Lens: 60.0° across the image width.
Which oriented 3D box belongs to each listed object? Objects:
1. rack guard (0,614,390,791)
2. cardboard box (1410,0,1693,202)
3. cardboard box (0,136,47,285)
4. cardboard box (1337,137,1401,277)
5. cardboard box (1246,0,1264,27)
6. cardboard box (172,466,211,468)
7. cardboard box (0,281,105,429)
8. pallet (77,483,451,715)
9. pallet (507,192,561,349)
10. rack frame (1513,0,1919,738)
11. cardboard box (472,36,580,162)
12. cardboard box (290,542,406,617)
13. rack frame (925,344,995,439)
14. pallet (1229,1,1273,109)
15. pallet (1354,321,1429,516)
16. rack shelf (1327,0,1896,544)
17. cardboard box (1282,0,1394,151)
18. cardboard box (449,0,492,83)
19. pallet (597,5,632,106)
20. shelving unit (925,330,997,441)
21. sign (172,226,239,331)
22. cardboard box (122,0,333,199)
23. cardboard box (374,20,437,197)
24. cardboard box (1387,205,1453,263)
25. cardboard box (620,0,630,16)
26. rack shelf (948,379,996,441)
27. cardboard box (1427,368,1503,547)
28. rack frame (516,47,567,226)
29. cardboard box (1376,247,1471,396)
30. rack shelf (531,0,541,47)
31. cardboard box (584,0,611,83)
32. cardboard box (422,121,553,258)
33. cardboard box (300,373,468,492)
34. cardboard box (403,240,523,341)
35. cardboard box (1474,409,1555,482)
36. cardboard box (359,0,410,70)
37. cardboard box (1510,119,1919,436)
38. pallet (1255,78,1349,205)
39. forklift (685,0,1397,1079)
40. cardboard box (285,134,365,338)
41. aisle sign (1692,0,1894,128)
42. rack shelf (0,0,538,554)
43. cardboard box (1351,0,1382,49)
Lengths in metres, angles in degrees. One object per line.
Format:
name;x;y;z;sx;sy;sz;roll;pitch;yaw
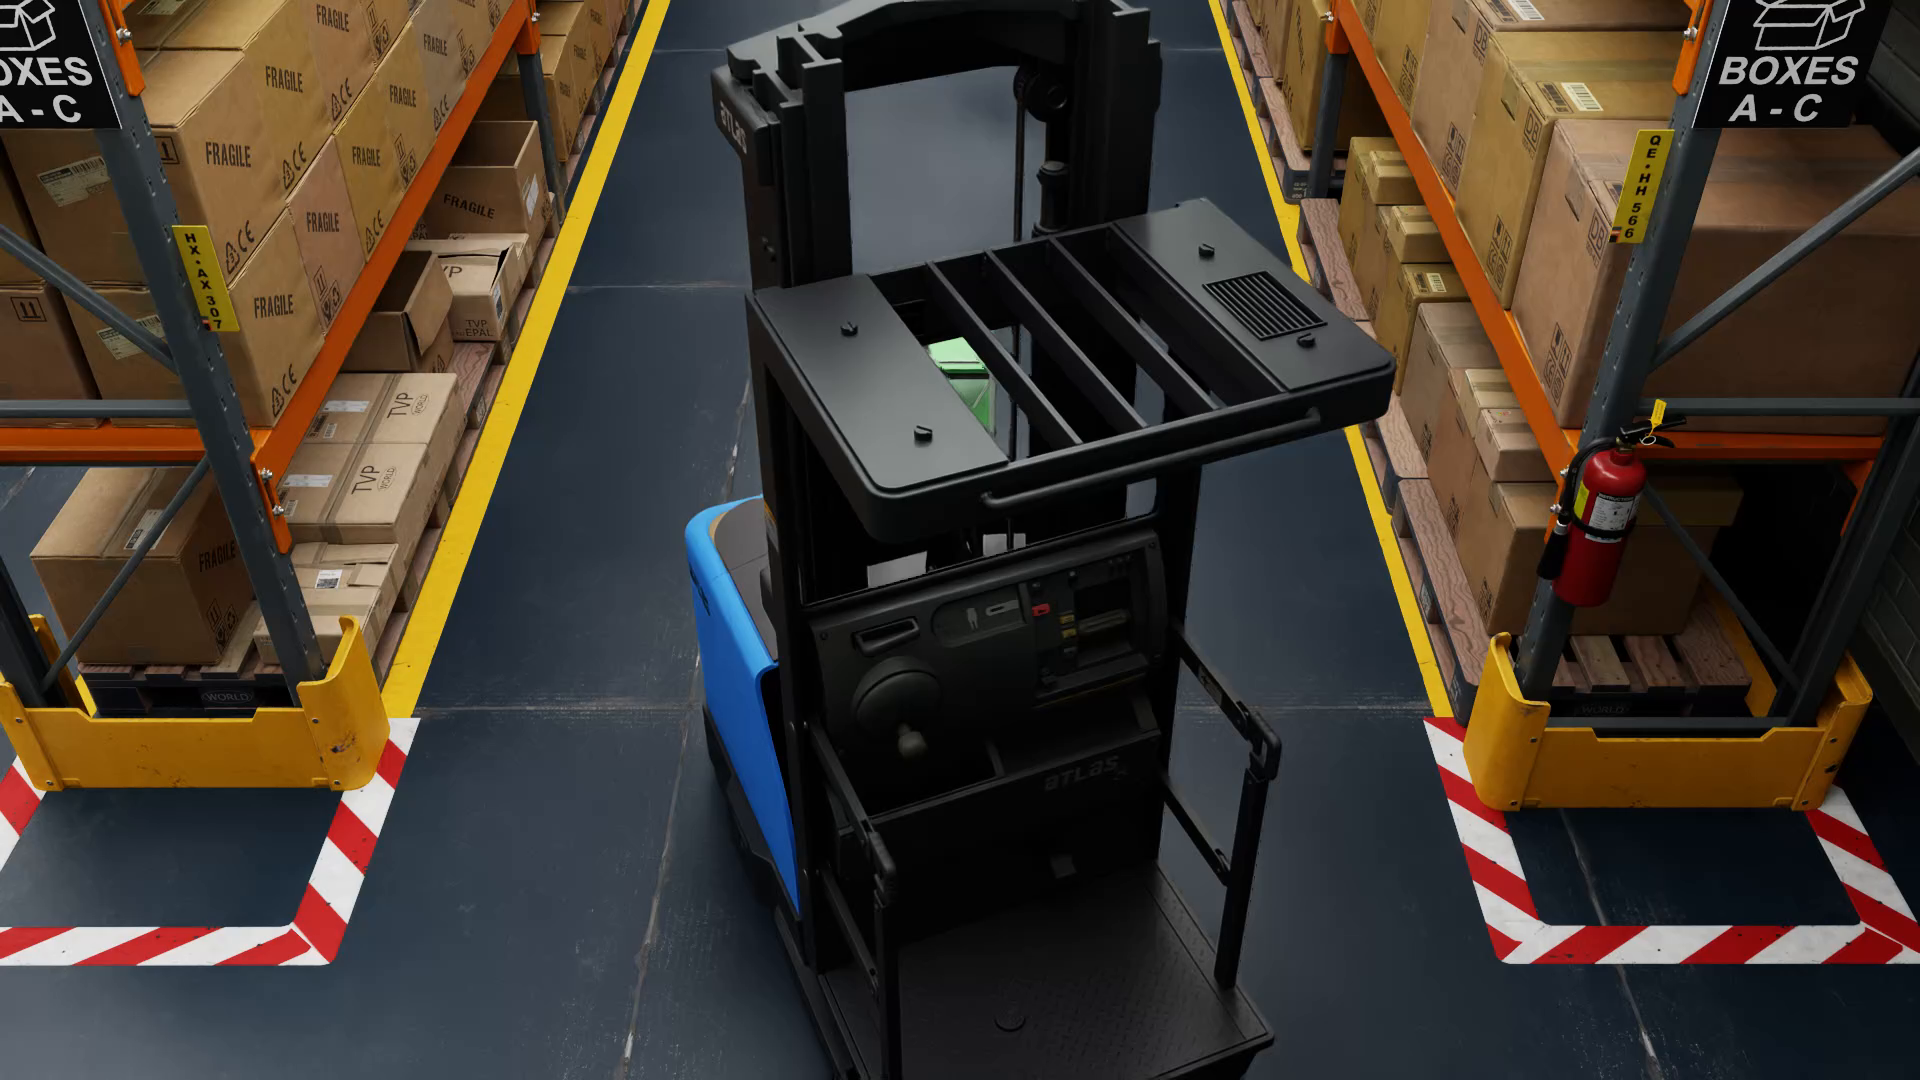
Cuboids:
rack guard;-2.607;0.554;5.658;1.175;0.500;0.348;0;39;0
cardboard box;2.332;-1.747;6.292;0.980;0.700;0.700;-2;39;-2
cardboard box;-2.882;-1.081;4.821;0.500;0.500;0.500;0;39;0
cardboard box;2.240;-1.602;8.013;0.700;0.500;0.500;0;39;1
cardboard box;2.202;-3.699;10.351;0.750;0.750;0.750;0;39;0
cardboard box;-2.825;-0.406;6.705;0.500;0.250;0.500;0;39;0
cardboard box;-2.880;-0.692;5.135;0.500;0.500;0.500;1;39;1
pallet;-2.609;0.169;6.371;1.003;0.211;1.213;0;39;0
pallet;-2.612;-1.357;8.275;1.003;0.211;1.213;0;39;0
rack frame;2.347;-0.379;4.825;1.000;3.000;0.127;0;39;0
cardboard box;-2.368;-2.374;8.961;0.500;0.500;0.500;-2;39;-2
cardboard box;-2.264;0.142;6.088;0.380;0.166;0.250;0;39;0
rack frame;0.000;-0.212;6.055;0.240;1.200;0.015;0;39;0
pallet;2.262;-3.040;10.375;1.003;0.211;1.213;0;39;0
pallet;2.269;-0.552;7.270;1.003;0.211;1.213;0;39;0
rack shelf;2.344;-1.349;6.610;1.077;0.370;4.000;0;39;0
cardboard box;2.211;-2.612;8.994;0.750;0.750;0.750;0;39;0
cardboard box;-2.352;-2.279;7.115;0.500;0.500;0.500;1;39;1
pallet;-2.655;-3.060;10.400;1.003;0.211;1.213;0;39;0
shelving unit;0.000;-0.365;6.246;0.258;1.200;0.503;0;39;0
sign;-2.064;-0.712;4.547;0.100;0.325;0.005;0;39;0
cardboard box;-2.352;-1.407;5.228;0.500;0.500;0.500;0;39;0
cardboard box;-2.346;-1.639;6.317;0.500;0.500;0.500;0;39;1
cardboard box;2.059;-1.314;7.135;0.380;0.149;0.250;-1;39;-1
cardboard box;-2.380;-3.664;10.571;0.500;0.500;0.500;-1;39;-2
rack shelf;0.000;-0.502;6.136;0.258;0.148;0.480;0;39;0
cardboard box;2.245;-0.318;6.412;0.700;0.500;0.500;0;39;0
rack frame;-2.612;-2.875;7.939;1.000;3.000;0.127;0;39;0
cardboard box;2.236;-0.966;7.220;0.700;0.500;0.500;1;39;1
rack shelf;-2.614;-3.845;9.724;1.077;0.370;4.000;0;39;0
cardboard box;-2.373;-3.020;9.767;0.500;0.500;0.500;0;39;0
cardboard box;-2.327;-1.715;8.139;0.500;0.500;0.500;0;39;0
cardboard box;-2.325;-0.438;6.745;0.500;0.250;0.500;0;39;0
cardboard box;-2.326;-1.172;7.612;0.500;0.311;0.500;0;39;0
cardboard box;2.064;-0.339;5.919;0.380;0.149;0.250;0;39;-1
cardboard box;-2.349;-2.038;6.015;0.500;0.500;0.500;0;39;0
cardboard box;2.336;-0.815;5.129;0.980;0.700;0.700;2;39;2
pallet;2.266;-2.275;9.420;1.003;0.211;1.213;0;39;0
forklift;0.177;0.338;3.985;1.130;2.935;3.031;-15;41;-18
cardboard box;-2.350;-1.013;5.535;0.500;0.500;0.500;0;39;0
aisle sign;2.047;-1.349;3.955;0.394;0.787;0.004;0;39;0
rack shelf;-2.609;-1.344;6.603;1.077;0.370;4.000;0;39;0
cardboard box;2.326;-2.659;7.429;0.980;0.700;0.700;1;39;1
